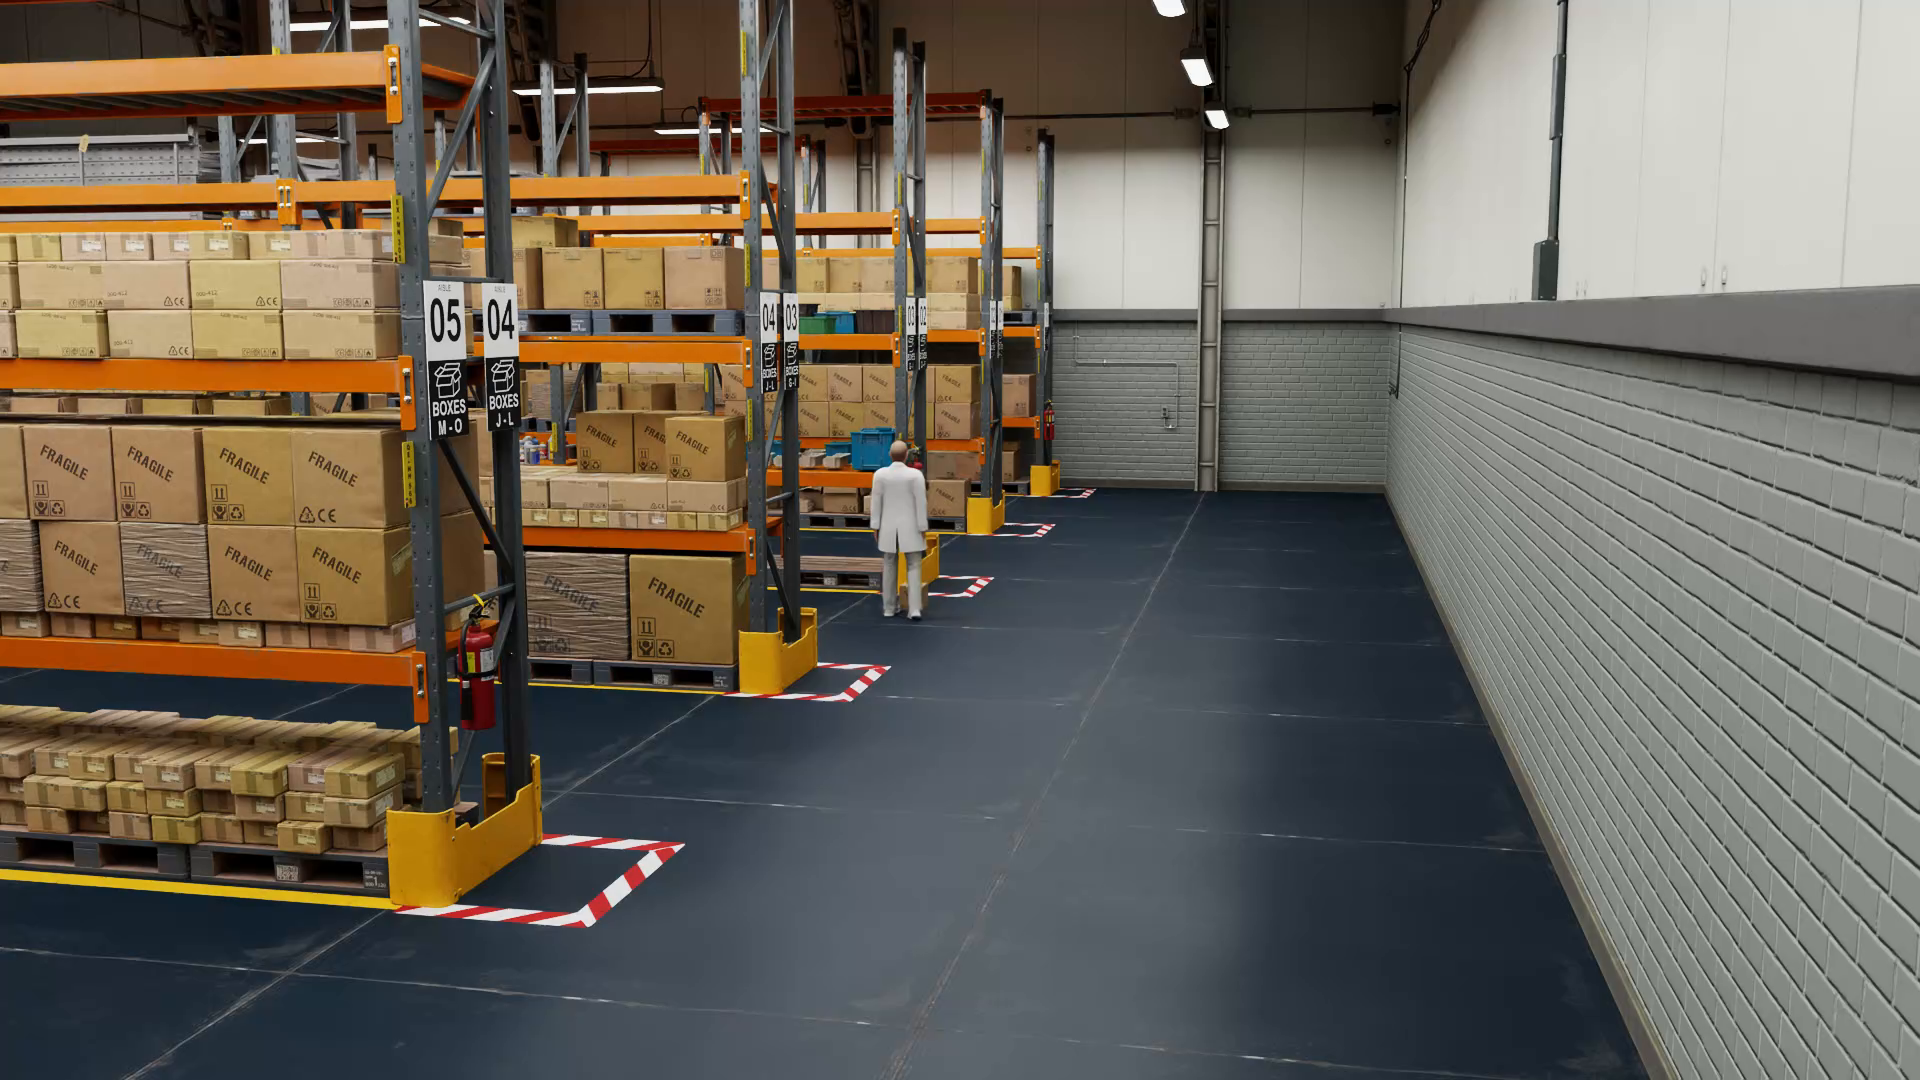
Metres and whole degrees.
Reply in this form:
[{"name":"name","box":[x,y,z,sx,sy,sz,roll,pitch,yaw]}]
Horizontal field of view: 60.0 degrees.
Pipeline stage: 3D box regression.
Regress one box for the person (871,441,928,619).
[{"name":"person","box":[-0.596,-0.088,16.662,0.592,1.826,0.522,2,8,13]}]
